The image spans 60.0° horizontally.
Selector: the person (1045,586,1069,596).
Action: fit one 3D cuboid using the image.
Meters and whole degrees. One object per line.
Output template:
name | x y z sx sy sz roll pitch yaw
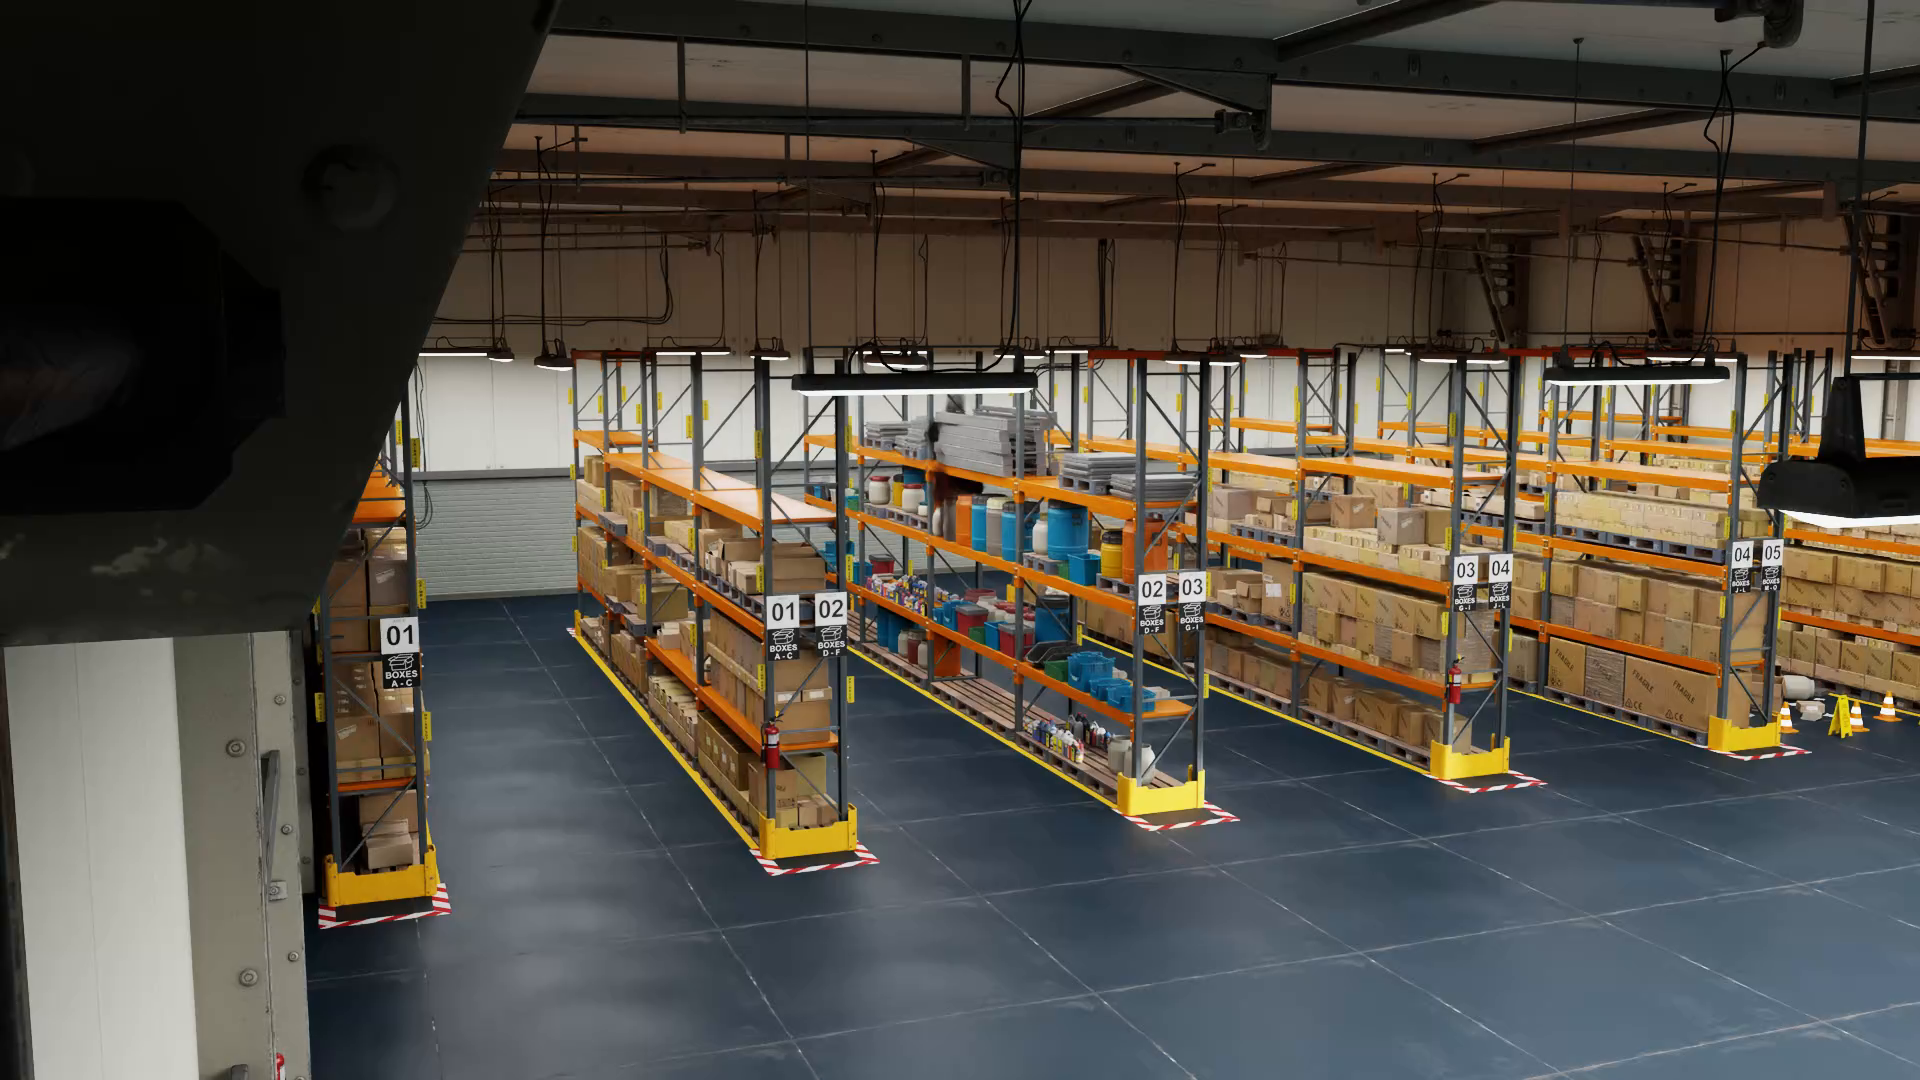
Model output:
person | 1.996 1.387 33.425 0.616 1.632 0.599 -3 8 -24
